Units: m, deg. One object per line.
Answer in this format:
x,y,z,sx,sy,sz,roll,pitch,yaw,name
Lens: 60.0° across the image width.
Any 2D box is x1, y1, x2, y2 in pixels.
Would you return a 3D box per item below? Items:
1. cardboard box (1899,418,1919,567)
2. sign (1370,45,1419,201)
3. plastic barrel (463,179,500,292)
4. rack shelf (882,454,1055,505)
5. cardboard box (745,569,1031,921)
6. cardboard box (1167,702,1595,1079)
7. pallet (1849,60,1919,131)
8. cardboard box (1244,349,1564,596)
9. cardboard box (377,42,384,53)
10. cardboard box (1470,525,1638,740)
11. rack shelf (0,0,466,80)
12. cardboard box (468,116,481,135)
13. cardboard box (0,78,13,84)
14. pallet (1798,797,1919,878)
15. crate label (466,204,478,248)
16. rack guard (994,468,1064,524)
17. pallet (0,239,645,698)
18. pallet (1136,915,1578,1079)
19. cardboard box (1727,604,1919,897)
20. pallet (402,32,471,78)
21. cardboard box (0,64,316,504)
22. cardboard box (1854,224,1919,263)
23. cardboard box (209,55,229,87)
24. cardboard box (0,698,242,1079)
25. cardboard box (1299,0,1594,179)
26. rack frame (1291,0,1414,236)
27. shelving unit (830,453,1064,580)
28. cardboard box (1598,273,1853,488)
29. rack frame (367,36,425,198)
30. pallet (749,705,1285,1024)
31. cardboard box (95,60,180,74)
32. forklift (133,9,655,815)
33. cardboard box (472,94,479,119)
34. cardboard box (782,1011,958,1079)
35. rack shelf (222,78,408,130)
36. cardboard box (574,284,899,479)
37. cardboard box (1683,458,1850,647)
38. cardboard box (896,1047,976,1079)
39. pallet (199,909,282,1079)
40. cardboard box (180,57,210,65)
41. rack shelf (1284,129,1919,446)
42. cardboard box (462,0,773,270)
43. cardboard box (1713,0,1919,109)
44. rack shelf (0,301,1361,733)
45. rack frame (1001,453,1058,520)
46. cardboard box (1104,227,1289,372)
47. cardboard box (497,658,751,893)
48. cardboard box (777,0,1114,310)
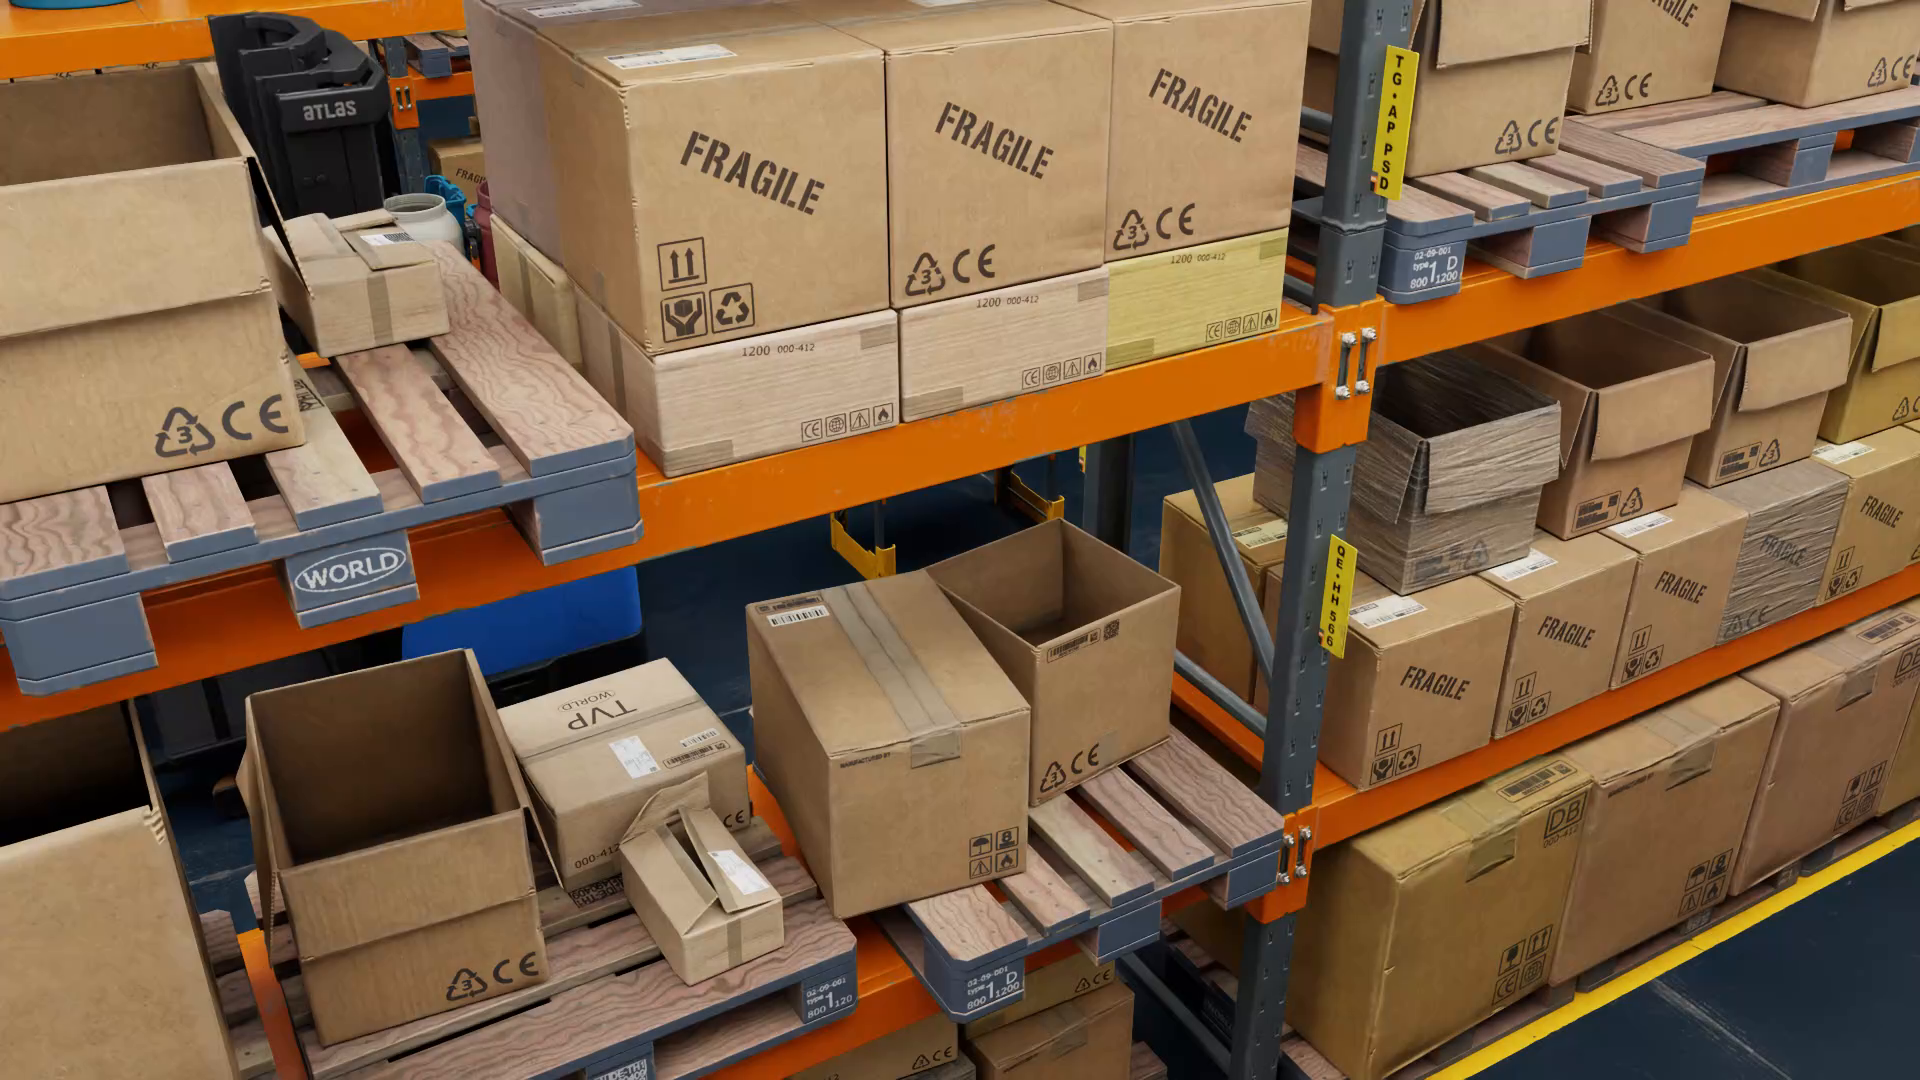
3.435,-0.282,6.052,0.500,0.500,0.500,-15,32,-25,cardboard box
0.955,-0.918,3.670,0.005,0.325,0.100,-16,33,-26,sign
-2.074,-1.488,8.202,0.708,0.536,0.600,-16,33,-26,plastic barrel
-0.074,-0.478,8.437,1.000,0.185,0.538,-16,33,-26,rack shelf
-0.194,0.494,4.212,0.500,0.500,0.700,-11,31,-19,cardboard box
1.287,0.981,5.633,0.875,0.875,1.225,-17,33,-29,cardboard box
3.365,-1.569,5.582,1.217,0.209,0.805,-17,33,-28,pallet
1.320,-0.260,4.976,0.637,0.503,0.797,-15,32,-25,cardboard box
-6.146,-5.164,16.792,0.750,0.750,0.750,-16,33,-27,cardboard box
1.682,0.218,5.147,0.500,0.500,0.500,-17,33,-28,cardboard box
-3.552,-2.177,7.231,4.000,0.370,1.077,-16,33,-26,rack shelf
-3.646,-3.158,13.499,0.500,0.500,0.500,-15,32,-24,cardboard box
-6.658,-3.108,11.173,0.500,0.500,0.500,-13,32,-23,cardboard box
3.503,0.857,6.979,1.213,0.211,1.003,-16,33,-26,pallet
-2.381,-1.648,8.806,0.416,0.233,0.303,-16,33,-26,crate label
0.364,-0.213,8.877,0.087,0.250,0.587,-16,33,-26,rack guard
-1.288,-0.219,3.132,1.003,0.211,1.213,-16,33,-26,pallet
1.400,1.454,5.897,1.213,0.211,1.003,-16,33,-26,pallet
2.819,0.546,6.420,0.875,0.875,1.225,-17,33,-28,cardboard box
-3.785,-3.844,12.810,1.003,0.211,1.213,-16,33,-26,pallet
-1.500,-0.473,2.857,0.637,0.503,0.797,-14,32,-24,cardboard box
3.584,-0.908,6.148,0.637,0.503,0.797,-17,33,-28,cardboard box
-5.203,-3.556,12.181,0.500,0.311,0.500,-16,33,-27,cardboard box
-2.011,0.791,3.156,1.000,1.000,1.000,-16,33,-26,cardboard box
1.171,-1.327,4.404,0.637,0.503,0.797,-14,32,-23,cardboard box
0.682,-2.232,3.481,0.127,3.000,1.000,-16,33,-26,rack frame
-0.066,-0.638,8.354,1.083,1.500,0.587,-16,33,-26,shelving unit
2.458,-0.586,5.565,0.637,0.503,0.797,-15,32,-25,cardboard box
-4.334,-3.733,12.410,0.127,3.000,1.000,-16,33,-26,rack frame
0.121,0.698,4.580,1.003,0.211,1.213,-16,33,-26,pallet
-5.772,-3.359,11.629,0.500,0.500,0.500,-18,34,-29,cardboard box
-2.916,-0.465,6.558,3.031,2.935,1.130,-16,33,-26,forklift
-3.600,-3.502,13.346,0.500,0.250,0.500,-15,32,-24,cardboard box
-0.333,1.279,4.684,0.500,0.250,0.500,-12,31,-21,cardboard box
-6.058,-2.928,11.696,4.000,0.370,1.077,-16,33,-26,rack shelf
-0.459,-0.385,3.395,0.500,0.250,0.500,-15,32,-25,cardboard box
2.554,-0.030,5.597,0.500,0.500,0.500,-16,33,-26,cardboard box
-0.358,1.610,4.860,0.500,0.500,0.700,-19,34,-30,cardboard box
-2.034,1.331,3.432,1.213,0.211,1.003,-16,33,-26,pallet
-7.441,-4.696,16.286,0.500,0.500,0.700,-15,32,-26,cardboard box
2.406,-1.093,5.266,4.000,0.370,1.077,-16,33,-26,rack shelf
-0.723,-0.925,3.596,0.500,0.500,0.500,-17,33,-28,cardboard box
2.432,-1.657,5.001,0.637,0.503,0.797,-16,33,-27,cardboard box
-1.043,-0.114,3.492,4.000,0.370,1.077,-16,33,-26,rack shelf
0.365,-0.760,8.575,0.032,1.500,0.500,-16,33,-26,rack frame
0.396,-0.634,3.846,0.500,0.250,0.500,-16,33,-26,cardboard box
-0.880,0.591,4.295,0.500,0.250,0.500,-17,33,-28,cardboard box
-0.039,-0.830,3.424,0.500,0.500,0.500,-16,33,-26,cardboard box
